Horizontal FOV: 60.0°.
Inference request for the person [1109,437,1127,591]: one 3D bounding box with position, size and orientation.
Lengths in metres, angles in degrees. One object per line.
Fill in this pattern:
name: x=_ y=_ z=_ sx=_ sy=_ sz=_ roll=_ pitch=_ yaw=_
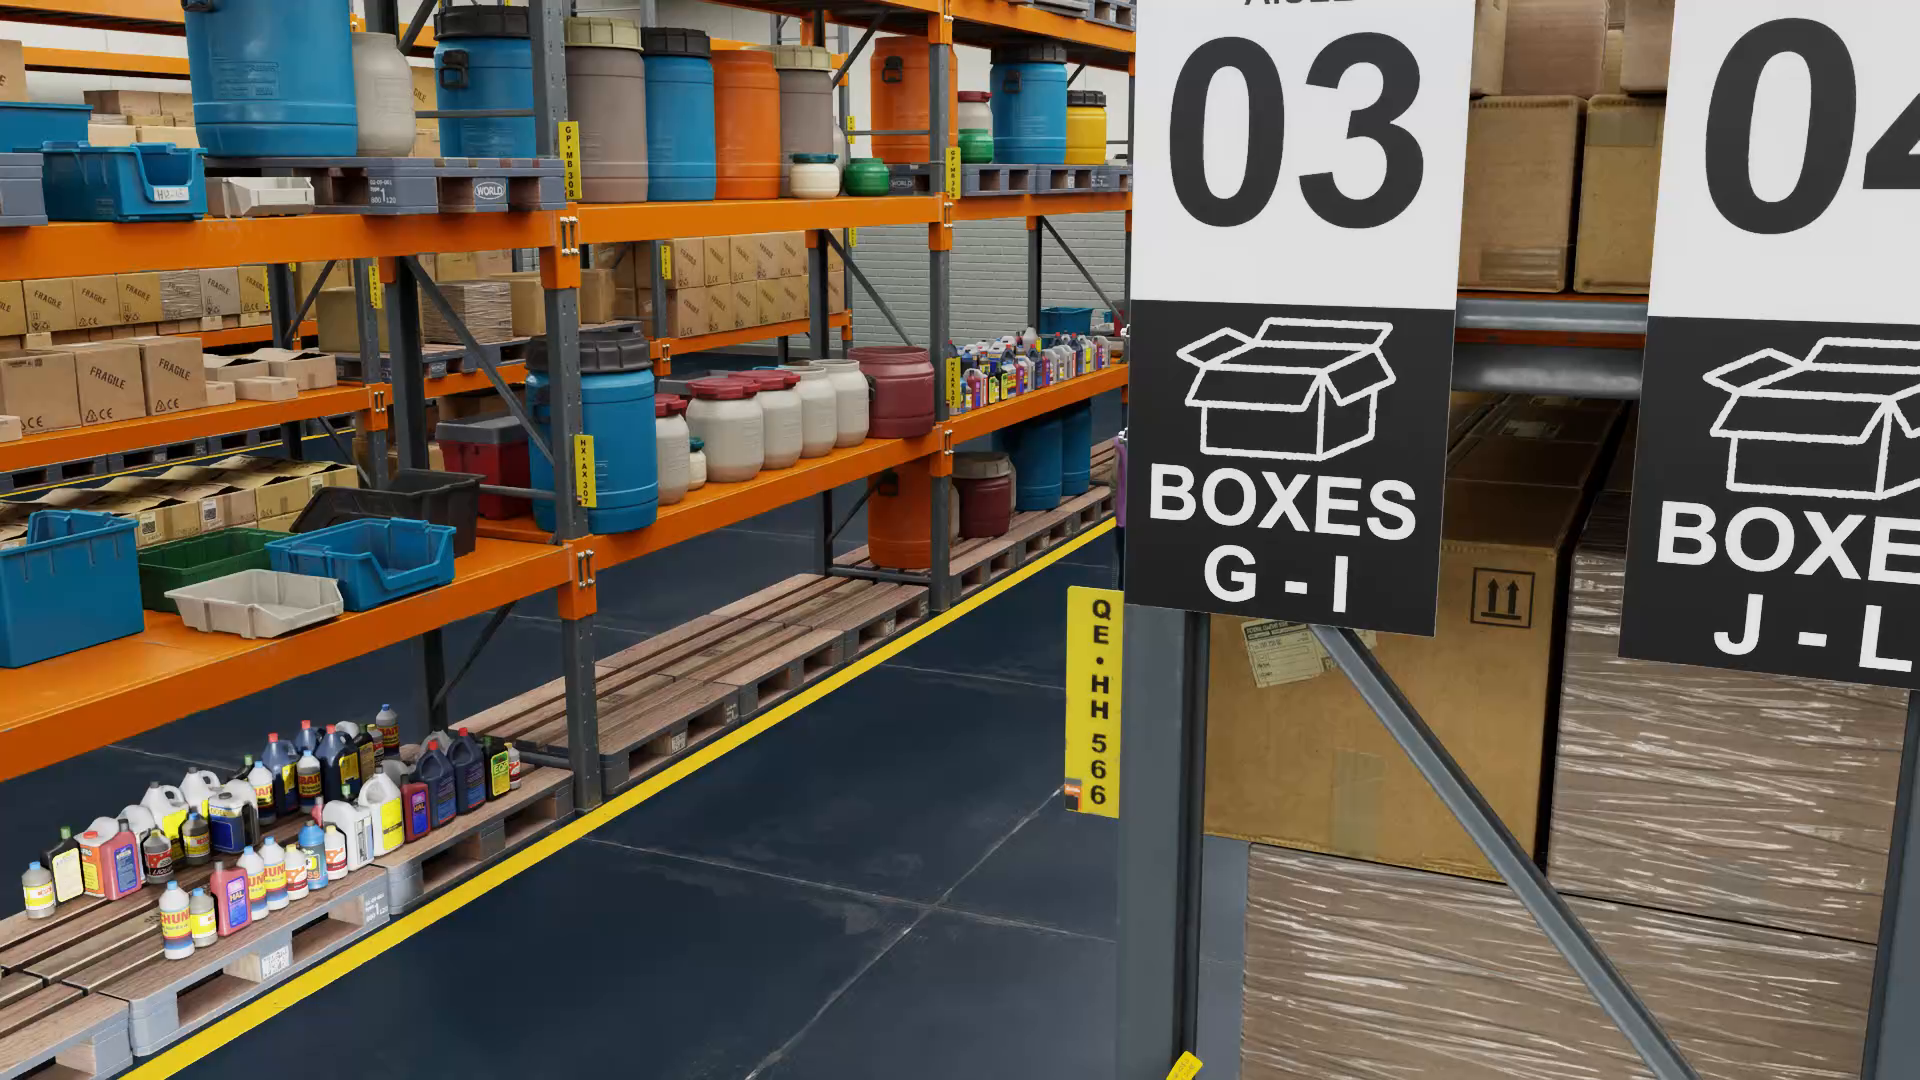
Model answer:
person: x=1.156 y=-0.111 z=10.488 sx=0.453 sy=1.597 sz=0.336 roll=5 pitch=13 yaw=22
